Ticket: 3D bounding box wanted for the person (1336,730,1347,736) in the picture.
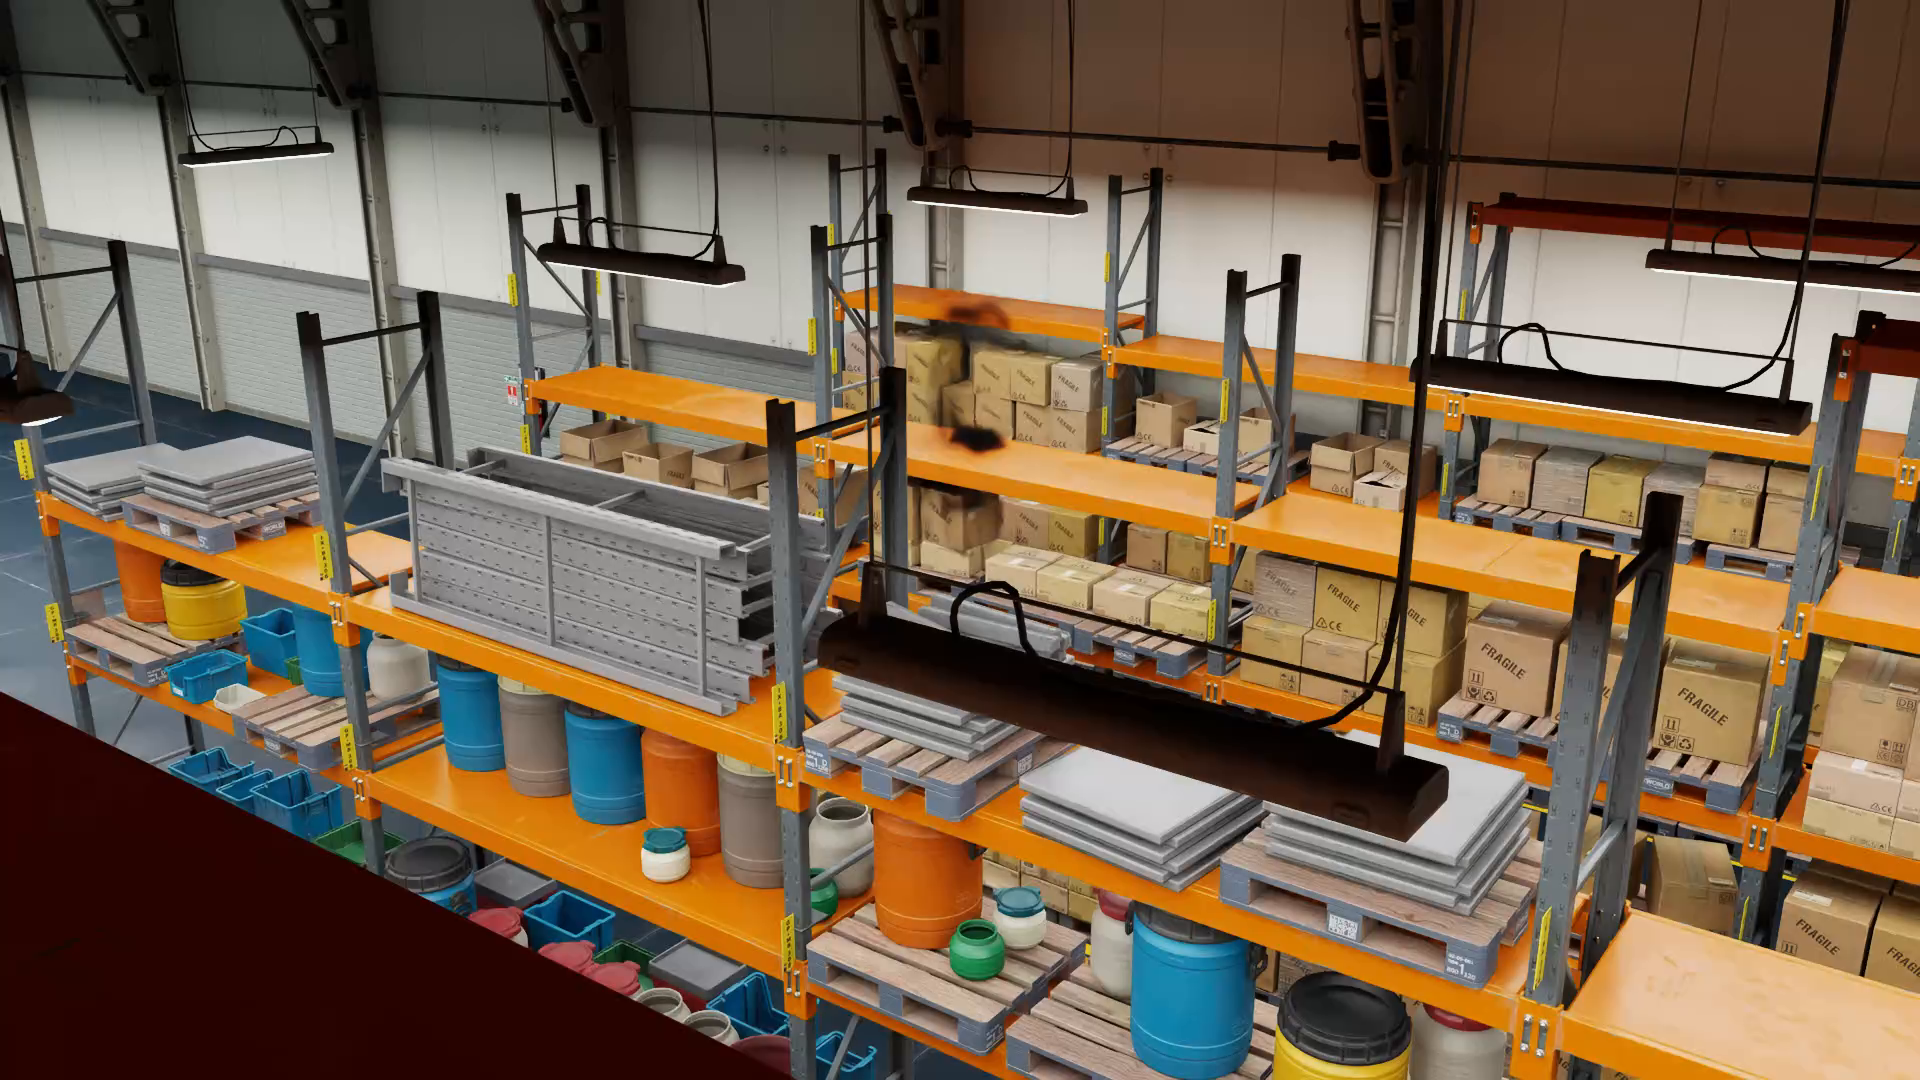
[{"bbox_3d":[3.852,2.163,16.151,0.640,1.592,0.603,8,20,22],"label":"person"}]
